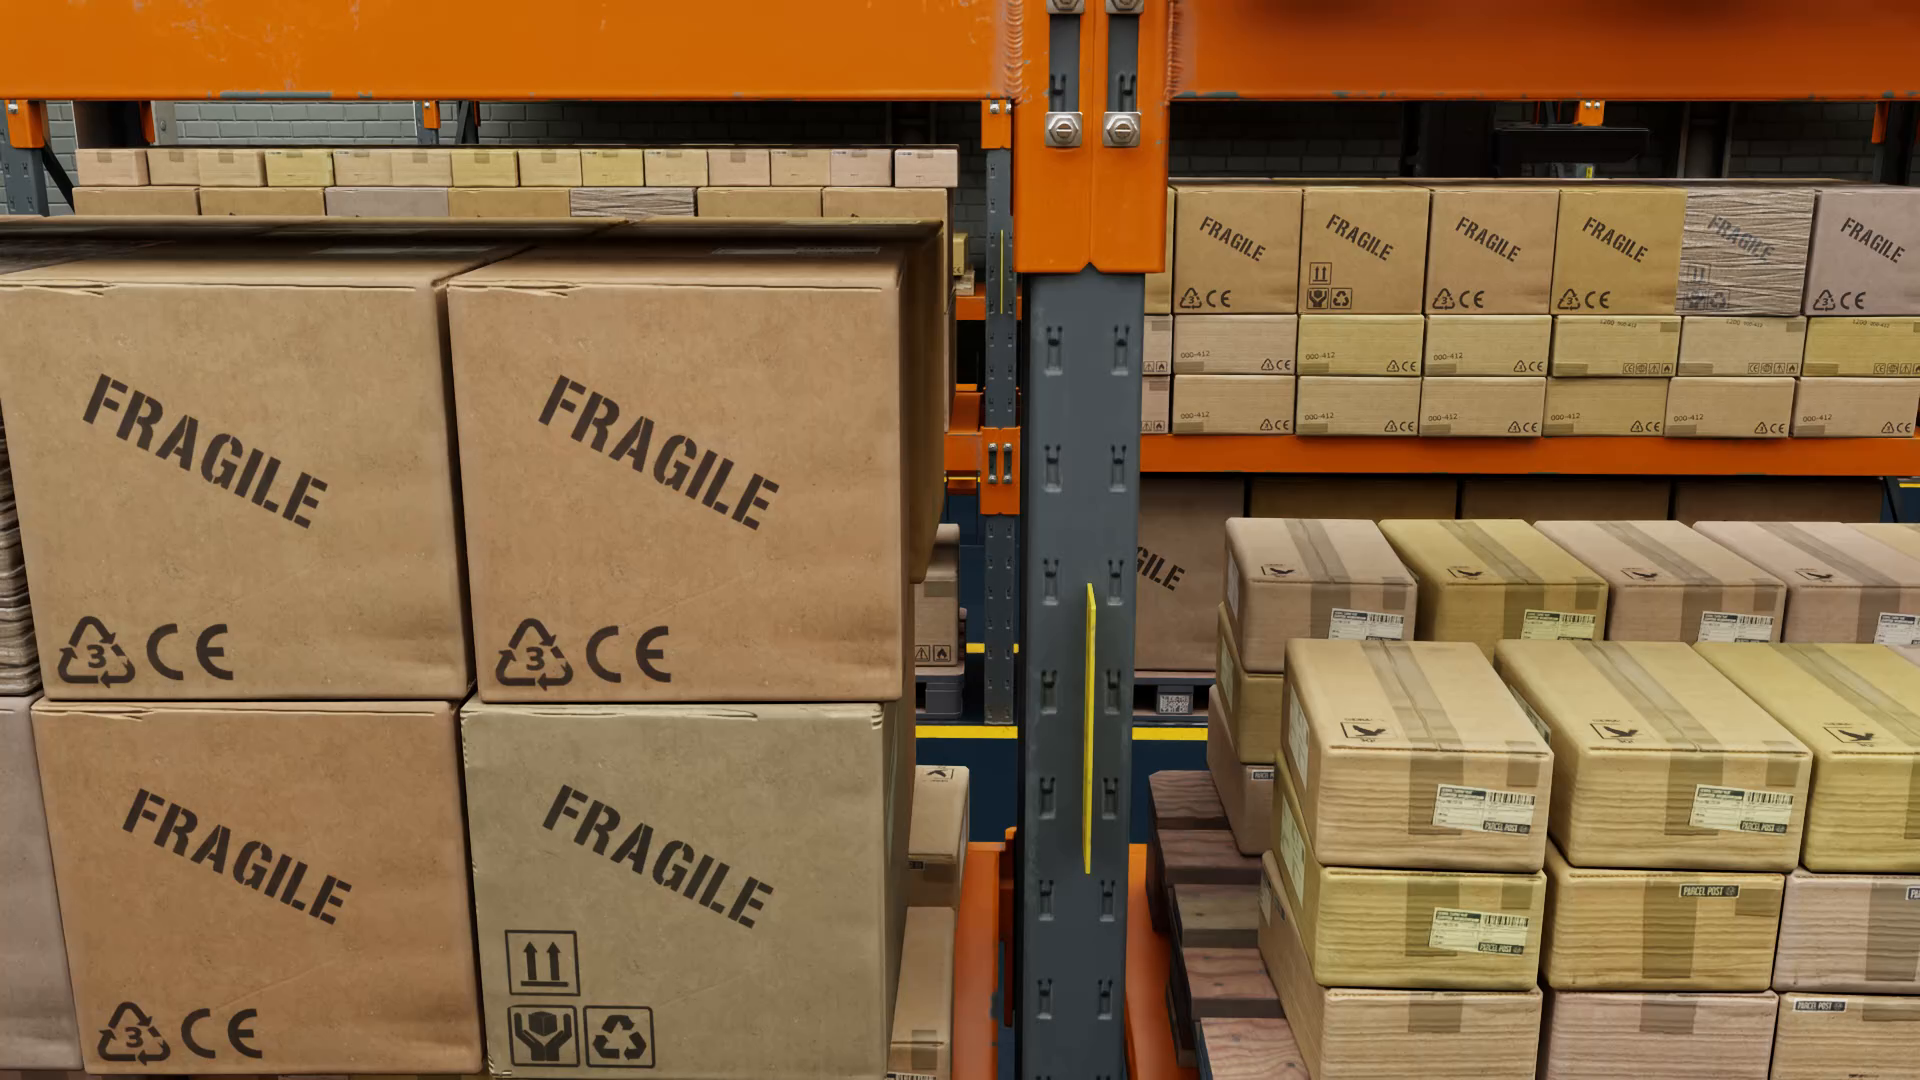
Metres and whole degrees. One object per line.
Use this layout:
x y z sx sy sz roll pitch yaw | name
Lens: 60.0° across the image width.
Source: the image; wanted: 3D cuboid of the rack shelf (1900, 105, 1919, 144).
6.179 -1.827 6.917 4.000 0.370 1.077 0 15 1 | rack shelf

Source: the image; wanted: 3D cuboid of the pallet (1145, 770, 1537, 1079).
0.916 0.634 2.434 1.213 0.211 1.003 0 15 1 | pallet

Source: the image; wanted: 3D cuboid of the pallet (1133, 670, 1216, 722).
0.954 0.570 7.765 1.213 0.211 1.003 0 15 1 | pallet

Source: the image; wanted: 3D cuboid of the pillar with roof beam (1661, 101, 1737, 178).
5.519 -4.028 7.967 0.400 9.000 9.100 0 15 1 | pillar with roof beam

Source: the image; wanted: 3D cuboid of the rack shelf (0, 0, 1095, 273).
-1.844 -0.617 2.327 4.000 0.370 1.077 0 15 1 | rack shelf

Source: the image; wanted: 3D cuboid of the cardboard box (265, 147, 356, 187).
-2.686 -1.551 6.911 0.250 0.149 0.380 0 15 0 | cardboard box

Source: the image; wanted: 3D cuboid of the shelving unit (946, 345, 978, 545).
0.014 -0.580 10.187 0.189 1.200 0.258 0 15 1 | shelving unit

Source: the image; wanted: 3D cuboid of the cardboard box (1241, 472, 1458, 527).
1.706 0.048 7.620 0.875 0.875 0.875 1 15 3 | cardboard box

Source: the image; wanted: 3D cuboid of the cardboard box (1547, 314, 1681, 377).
2.664 -0.846 6.981 0.500 0.250 0.500 0 15 0 | cardboard box

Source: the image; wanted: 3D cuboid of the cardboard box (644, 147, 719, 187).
-1.149 -1.553 6.920 0.250 0.149 0.380 0 15 1 | cardboard box

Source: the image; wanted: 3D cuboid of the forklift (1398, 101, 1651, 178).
3.276 -1.336 9.657 3.031 2.935 1.130 1 15 5 | forklift

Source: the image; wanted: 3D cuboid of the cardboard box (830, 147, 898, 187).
-0.396 -1.560 6.944 0.250 0.149 0.380 1 15 3 | cardboard box

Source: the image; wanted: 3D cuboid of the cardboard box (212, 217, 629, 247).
-0.808 -0.241 2.635 0.500 0.500 0.500 0 15 0 | cardboard box

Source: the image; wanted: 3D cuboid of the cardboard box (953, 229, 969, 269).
-0.184 -2.173 12.408 0.500 0.250 0.500 0 15 1 | cardboard box

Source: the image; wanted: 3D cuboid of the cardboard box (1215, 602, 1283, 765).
0.558 0.226 2.690 0.250 0.149 0.380 1 15 3 | cardboard box

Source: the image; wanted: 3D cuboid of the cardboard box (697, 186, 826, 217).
-0.805 -1.234 6.981 0.500 0.500 0.500 0 15 1 | cardboard box

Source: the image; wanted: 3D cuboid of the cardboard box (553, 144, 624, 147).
-1.650 -1.692 7.447 0.250 0.149 0.380 0 15 2 | cardboard box

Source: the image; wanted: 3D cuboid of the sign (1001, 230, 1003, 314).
0.168 -1.079 6.699 0.005 0.325 0.100 0 15 1 | sign

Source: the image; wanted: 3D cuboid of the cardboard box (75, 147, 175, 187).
-3.470 -1.563 6.955 0.250 0.149 0.380 1 15 3 | cardboard box

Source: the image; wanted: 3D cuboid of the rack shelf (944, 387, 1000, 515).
-1.818 -0.429 7.497 4.000 0.370 1.077 0 15 1 | rack shelf

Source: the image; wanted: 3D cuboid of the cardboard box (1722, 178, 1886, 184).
3.693 -1.335 7.365 0.500 0.500 0.500 0 15 0 | cardboard box

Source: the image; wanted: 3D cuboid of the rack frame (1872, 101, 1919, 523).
4.180 -0.738 7.257 0.127 3.000 1.000 0 15 1 | rack frame

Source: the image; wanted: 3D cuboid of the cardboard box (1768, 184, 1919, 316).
3.656 -1.206 6.877 0.500 0.500 0.500 0 15 0 | cardboard box

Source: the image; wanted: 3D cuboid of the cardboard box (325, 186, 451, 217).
-2.314 -1.243 7.016 0.500 0.500 0.500 0 15 1 | cardboard box

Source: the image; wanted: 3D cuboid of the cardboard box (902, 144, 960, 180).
-0.128 -1.678 7.391 0.250 0.149 0.380 0 15 1 | cardboard box

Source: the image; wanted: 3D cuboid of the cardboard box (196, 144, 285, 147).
-3.199 -1.689 7.433 0.250 0.149 0.380 1 15 2 | cardboard box

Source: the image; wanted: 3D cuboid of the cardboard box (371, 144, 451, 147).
-2.429 -1.677 7.387 0.250 0.149 0.380 0 15 1 | cardboard box

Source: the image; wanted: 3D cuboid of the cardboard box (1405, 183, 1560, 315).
2.141 -1.218 6.919 0.500 0.500 0.500 0 15 1 | cardboard box

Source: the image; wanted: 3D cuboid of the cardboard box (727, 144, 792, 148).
-0.888 -1.683 7.413 0.250 0.149 0.380 0 15 1 | cardboard box

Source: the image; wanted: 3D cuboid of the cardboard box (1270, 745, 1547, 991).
0.538 0.393 2.055 0.250 0.149 0.380 1 15 2 | cardboard box

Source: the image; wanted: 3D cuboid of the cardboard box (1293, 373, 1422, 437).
1.643 -0.611 7.070 0.500 0.250 0.500 0 15 1 | cardboard box

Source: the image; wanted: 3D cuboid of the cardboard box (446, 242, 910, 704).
-0.321 -0.111 2.141 0.500 0.500 0.500 0 15 -1 | cardboard box

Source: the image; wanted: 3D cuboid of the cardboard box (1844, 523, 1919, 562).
1.597 0.090 2.620 0.250 0.149 0.380 0 15 0 | cardboard box

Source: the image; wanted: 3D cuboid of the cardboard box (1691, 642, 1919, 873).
1.073 0.252 2.007 0.250 0.149 0.380 1 15 2 | cardboard box

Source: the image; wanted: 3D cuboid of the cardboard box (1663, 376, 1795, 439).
3.156 -0.602 7.035 0.500 0.250 0.500 1 15 2 | cardboard box

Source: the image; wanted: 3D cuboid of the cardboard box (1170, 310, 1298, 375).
1.136 -0.862 7.042 0.500 0.250 0.500 1 15 2 | cardboard box

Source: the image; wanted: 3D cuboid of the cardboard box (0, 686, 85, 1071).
-1.351 0.368 2.284 0.500 0.500 0.500 0 15 1 | cardboard box

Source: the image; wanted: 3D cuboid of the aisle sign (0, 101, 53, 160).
-3.897 -1.974 6.844 0.004 0.787 0.394 0 15 1 | aisle sign

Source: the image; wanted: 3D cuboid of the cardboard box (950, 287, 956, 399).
-0.281 -0.882 7.608 0.500 0.500 0.500 1 15 3 | cardboard box

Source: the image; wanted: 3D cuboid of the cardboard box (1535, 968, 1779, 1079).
0.815 0.538 2.092 0.250 0.149 0.380 1 15 2 | cardboard box

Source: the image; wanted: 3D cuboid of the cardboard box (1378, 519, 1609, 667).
0.831 0.084 2.644 0.250 0.149 0.380 0 15 0 | cardboard box

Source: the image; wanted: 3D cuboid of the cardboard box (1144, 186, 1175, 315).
0.614 -1.220 6.927 0.500 0.500 0.500 1 15 2 | cardboard box

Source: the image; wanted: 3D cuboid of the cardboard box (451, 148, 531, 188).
-1.921 -1.542 6.876 0.250 0.149 0.380 0 15 0 | cardboard box

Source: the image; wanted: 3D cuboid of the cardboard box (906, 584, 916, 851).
-0.333 0.239 2.774 0.500 0.500 0.500 0 15 0 | cardboard box

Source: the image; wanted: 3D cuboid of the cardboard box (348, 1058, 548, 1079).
-0.662 0.687 2.347 0.250 0.149 0.380 1 15 4 | cardboard box

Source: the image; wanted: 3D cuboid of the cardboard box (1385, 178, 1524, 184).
2.176 -1.348 7.412 0.500 0.500 0.500 1 15 2 | cardboard box

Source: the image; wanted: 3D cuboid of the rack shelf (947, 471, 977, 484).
0.014 -0.421 10.229 0.180 0.103 0.258 0 15 1 | rack shelf

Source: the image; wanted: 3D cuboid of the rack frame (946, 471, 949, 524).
-0.077 -0.581 10.189 0.006 1.200 0.240 0 15 1 | rack frame

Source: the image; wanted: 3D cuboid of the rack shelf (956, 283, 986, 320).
-1.695 -1.695 12.295 4.000 0.370 1.077 0 15 1 | rack shelf

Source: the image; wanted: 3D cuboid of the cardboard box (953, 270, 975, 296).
-0.021 -1.846 11.950 0.250 0.149 0.380 1 15 2 | cardboard box

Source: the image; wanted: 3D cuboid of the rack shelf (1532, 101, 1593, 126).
2.303 -3.119 11.813 4.000 0.370 1.077 0 15 1 | rack shelf
